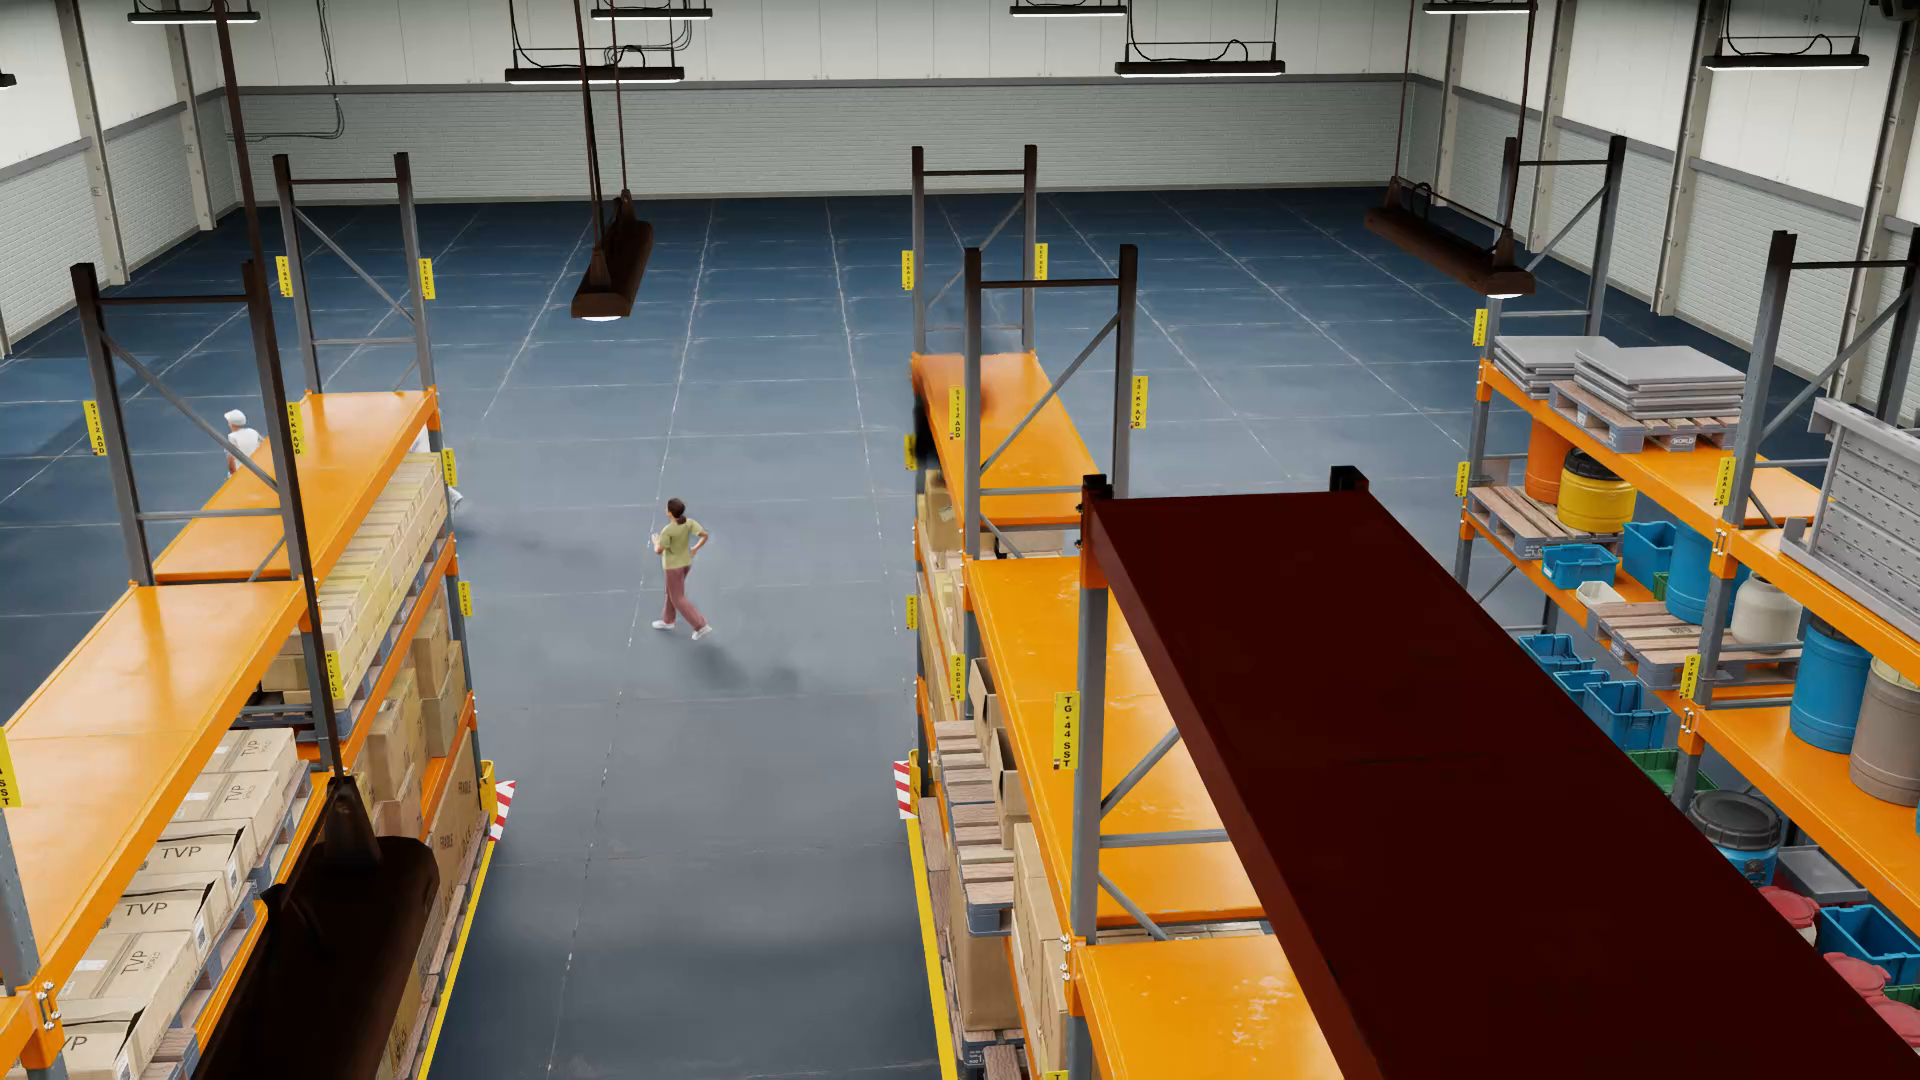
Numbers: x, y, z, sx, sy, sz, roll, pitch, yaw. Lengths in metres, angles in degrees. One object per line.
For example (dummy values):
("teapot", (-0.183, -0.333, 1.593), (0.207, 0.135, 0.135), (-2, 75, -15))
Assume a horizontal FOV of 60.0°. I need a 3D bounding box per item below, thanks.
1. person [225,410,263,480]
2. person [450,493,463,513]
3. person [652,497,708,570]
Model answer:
("person", (-9.177, -0.857, 21.294), (0.661, 1.685, 0.645), (15, 26, 33))
("person", (-7.096, -0.936, 22.061), (1.005, 1.461, 0.188), (7, 23, 18))
("person", (-3.175, -0.083, 18.381), (0.578, 0.824, 0.573), (13, 25, 30))
